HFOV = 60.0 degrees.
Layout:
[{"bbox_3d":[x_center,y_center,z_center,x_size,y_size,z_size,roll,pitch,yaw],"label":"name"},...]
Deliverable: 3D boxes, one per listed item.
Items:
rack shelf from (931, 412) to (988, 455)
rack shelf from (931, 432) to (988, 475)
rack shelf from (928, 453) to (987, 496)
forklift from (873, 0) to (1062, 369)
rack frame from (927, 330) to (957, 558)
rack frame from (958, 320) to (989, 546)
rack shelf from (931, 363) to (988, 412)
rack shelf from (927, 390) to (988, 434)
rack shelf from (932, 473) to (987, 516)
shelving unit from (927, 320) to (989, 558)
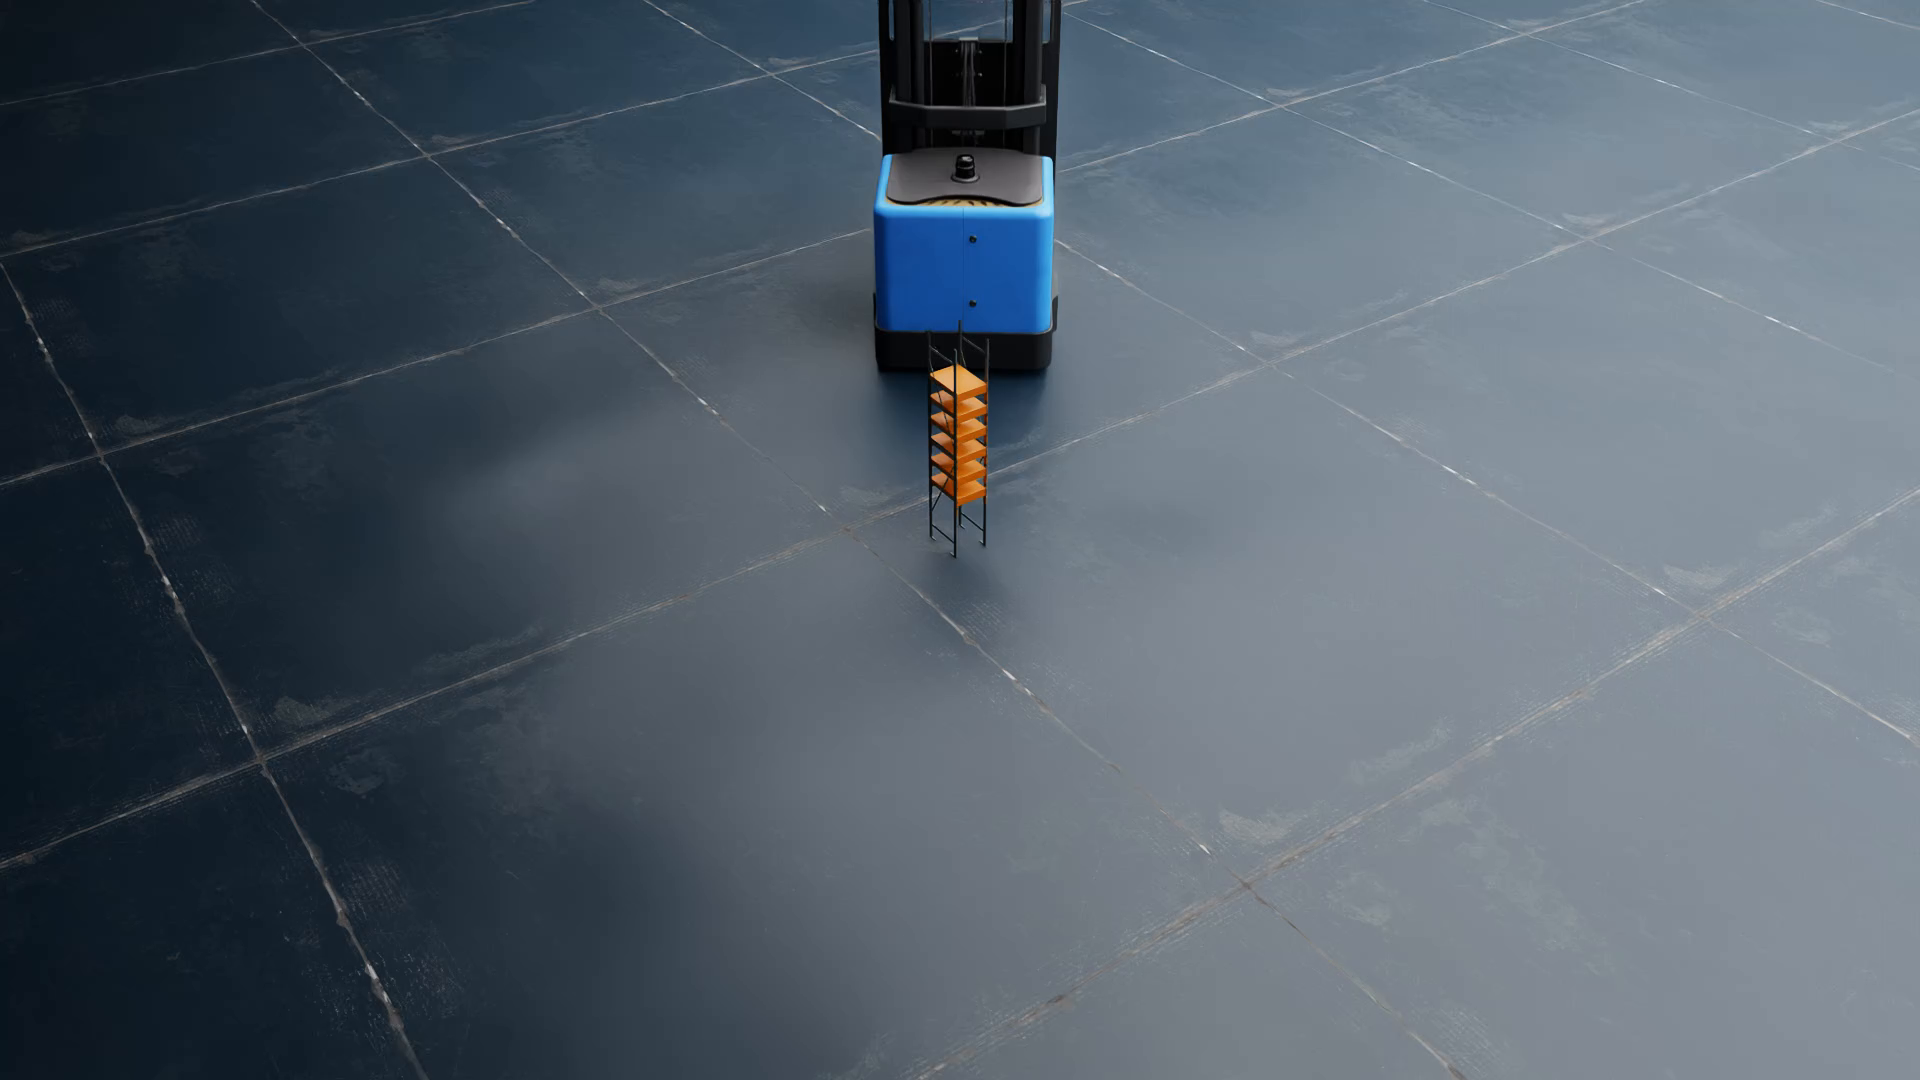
[{"bbox_3d":[-0.012,-0.544,8.162,0.180,0.103,0.258,-22,41,-28],"label":"rack shelf"},{"bbox_3d":[-0.012,-0.446,8.232,0.180,0.103,0.258,-22,41,-28],"label":"rack shelf"},{"bbox_3d":[-0.012,-0.349,8.302,0.180,0.103,0.258,-22,41,-28],"label":"rack shelf"},{"bbox_3d":[0.067,-3.032,10.269,1.130,2.935,3.031,1,36,2],"label":"forklift"},{"bbox_3d":[-0.087,-0.451,8.163,0.006,1.200,0.240,-22,41,-28],"label":"rack frame"},{"bbox_3d":[0.063,-0.513,8.249,0.006,1.200,0.240,-22,41,-28],"label":"rack frame"},{"bbox_3d":[-0.012,-0.738,8.022,0.180,0.103,0.258,-22,41,-28],"label":"rack shelf"},{"bbox_3d":[-0.012,-0.641,8.092,0.180,0.103,0.258,-22,41,-28],"label":"rack shelf"},{"bbox_3d":[-0.012,-0.251,8.372,0.180,0.103,0.258,-22,41,-28],"label":"rack shelf"},{"bbox_3d":[-0.012,-0.482,8.206,0.189,1.200,0.258,-22,41,-28],"label":"shelving unit"}]
